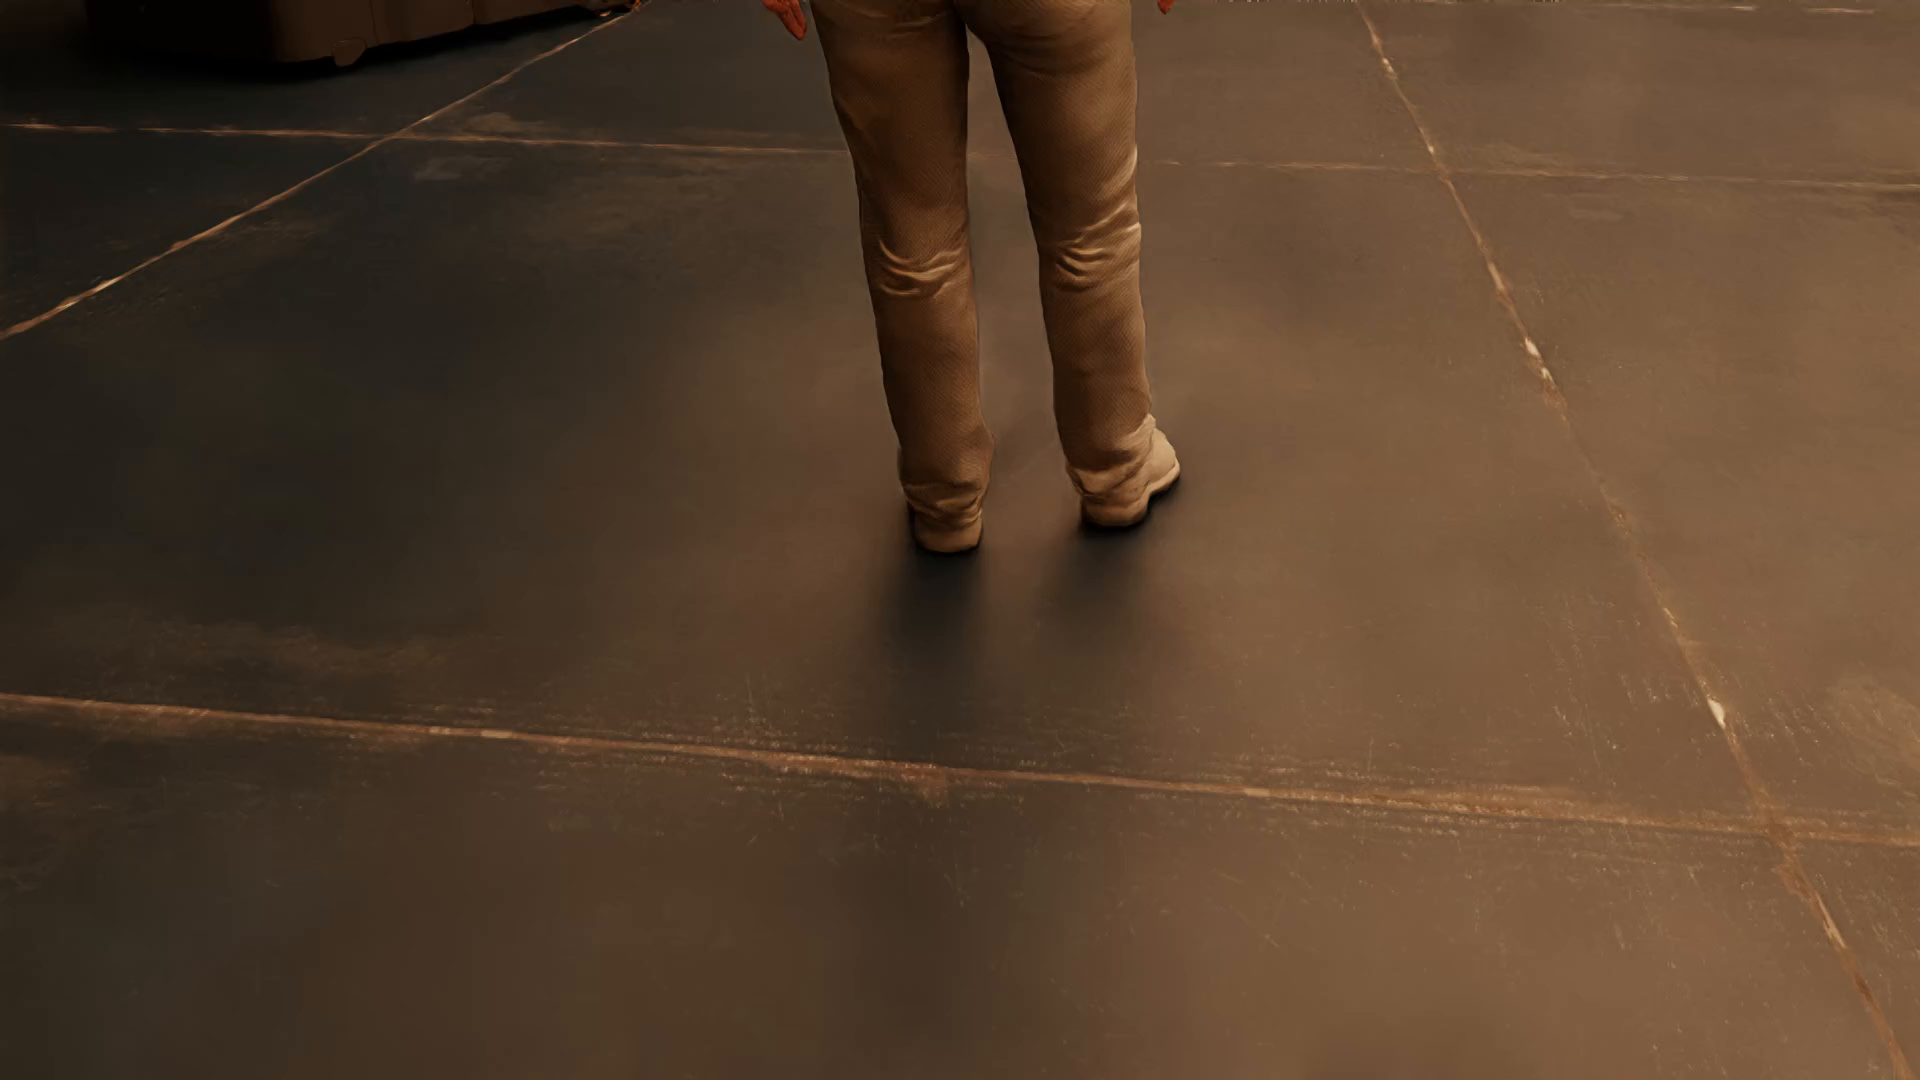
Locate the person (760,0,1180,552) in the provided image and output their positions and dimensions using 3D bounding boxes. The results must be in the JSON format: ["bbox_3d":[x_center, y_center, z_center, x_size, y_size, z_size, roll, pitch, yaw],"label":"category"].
[{"bbox_3d":[0.016,-0.827,2.155,0.632,1.773,0.567,3,27,7],"label":"person"}]

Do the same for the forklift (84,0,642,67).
[{"bbox_3d":[-1.963,-3.519,6.271,1.130,2.935,3.031,13,29,24],"label":"forklift"}]
